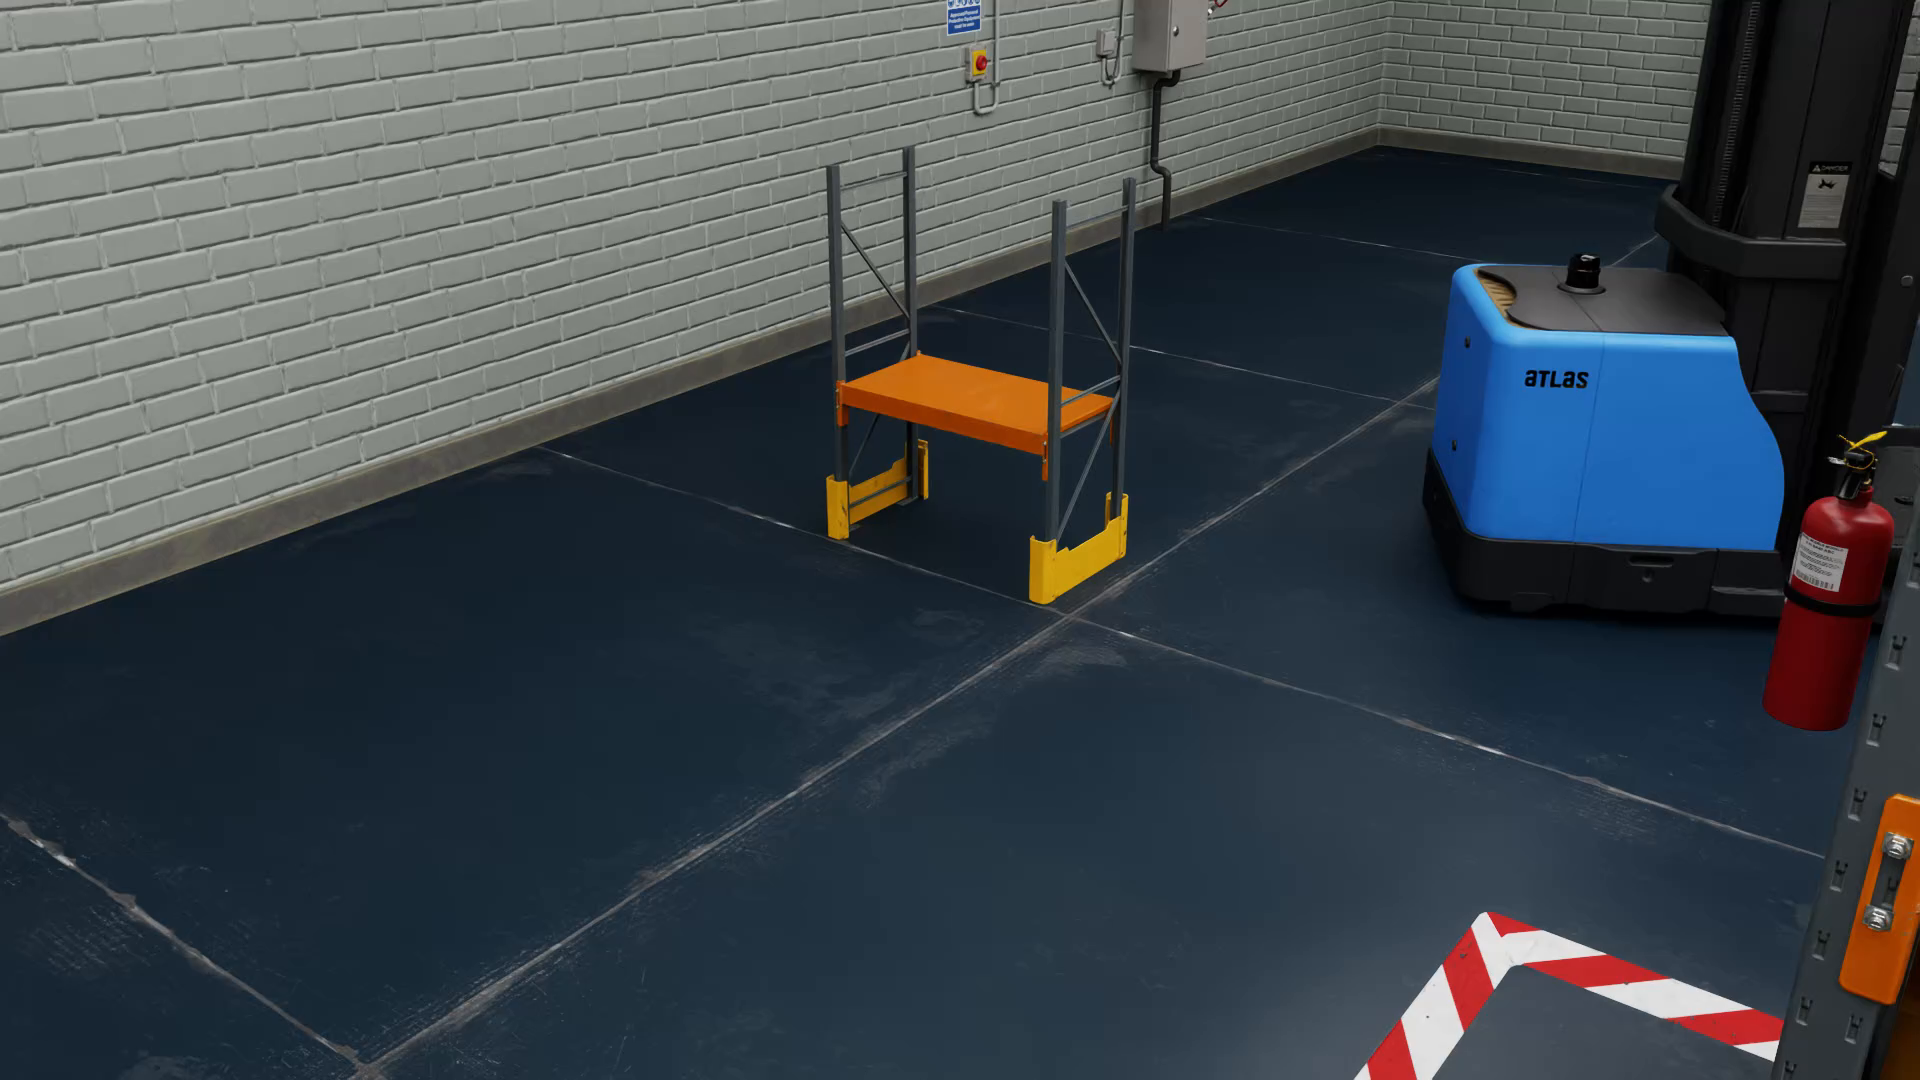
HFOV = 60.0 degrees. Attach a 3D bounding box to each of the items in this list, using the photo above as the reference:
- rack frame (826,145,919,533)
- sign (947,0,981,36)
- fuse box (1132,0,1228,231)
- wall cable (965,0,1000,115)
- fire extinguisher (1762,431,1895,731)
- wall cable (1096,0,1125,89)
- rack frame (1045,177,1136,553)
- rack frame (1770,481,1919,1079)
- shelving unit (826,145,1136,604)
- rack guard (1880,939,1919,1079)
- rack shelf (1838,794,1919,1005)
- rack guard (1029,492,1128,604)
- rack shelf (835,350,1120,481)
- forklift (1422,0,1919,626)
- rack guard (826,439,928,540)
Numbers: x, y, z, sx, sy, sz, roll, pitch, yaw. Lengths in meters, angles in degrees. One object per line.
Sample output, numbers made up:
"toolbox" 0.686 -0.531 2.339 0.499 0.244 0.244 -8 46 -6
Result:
"rack frame" -0.339 -0.789 6.680 0.032 1.500 0.500 17 29 33
"sign" 0.025 -3.032 9.577 0.001 0.218 0.327 17 29 33
"fuse box" 1.479 -2.962 11.351 0.414 1.711 0.539 17 29 33
"wall cable" 0.103 -3.389 9.422 0.123 1.953 0.585 17 29 33
"fire extinguisher" 1.816 0.064 3.442 0.183 0.674 0.296 17 29 33
"wall cable" 0.944 -3.835 10.473 0.122 1.984 0.588 17 29 33
"rack frame" 0.475 -0.543 6.122 0.032 1.500 0.500 17 29 33
"rack frame" 1.739 0.069 2.873 0.053 2.616 0.949 17 29 33
"shelving unit" 0.061 -0.668 6.406 1.083 1.500 0.587 17 29 33
"rack guard" 1.802 1.230 3.338 0.348 0.500 1.175 17 29 33
"rack shelf" 3.341 0.881 1.923 4.000 0.370 1.077 17 29 33
"rack guard" 0.460 0.024 6.384 0.087 0.250 0.587 17 29 33
"rack shelf" 0.068 -0.501 6.473 1.000 0.185 0.538 17 29 33
"forklift" 3.388 -1.203 5.844 3.031 2.935 1.130 3 24 6
"rack guard" -0.337 -0.216 6.931 0.087 0.250 0.587 17 29 33
